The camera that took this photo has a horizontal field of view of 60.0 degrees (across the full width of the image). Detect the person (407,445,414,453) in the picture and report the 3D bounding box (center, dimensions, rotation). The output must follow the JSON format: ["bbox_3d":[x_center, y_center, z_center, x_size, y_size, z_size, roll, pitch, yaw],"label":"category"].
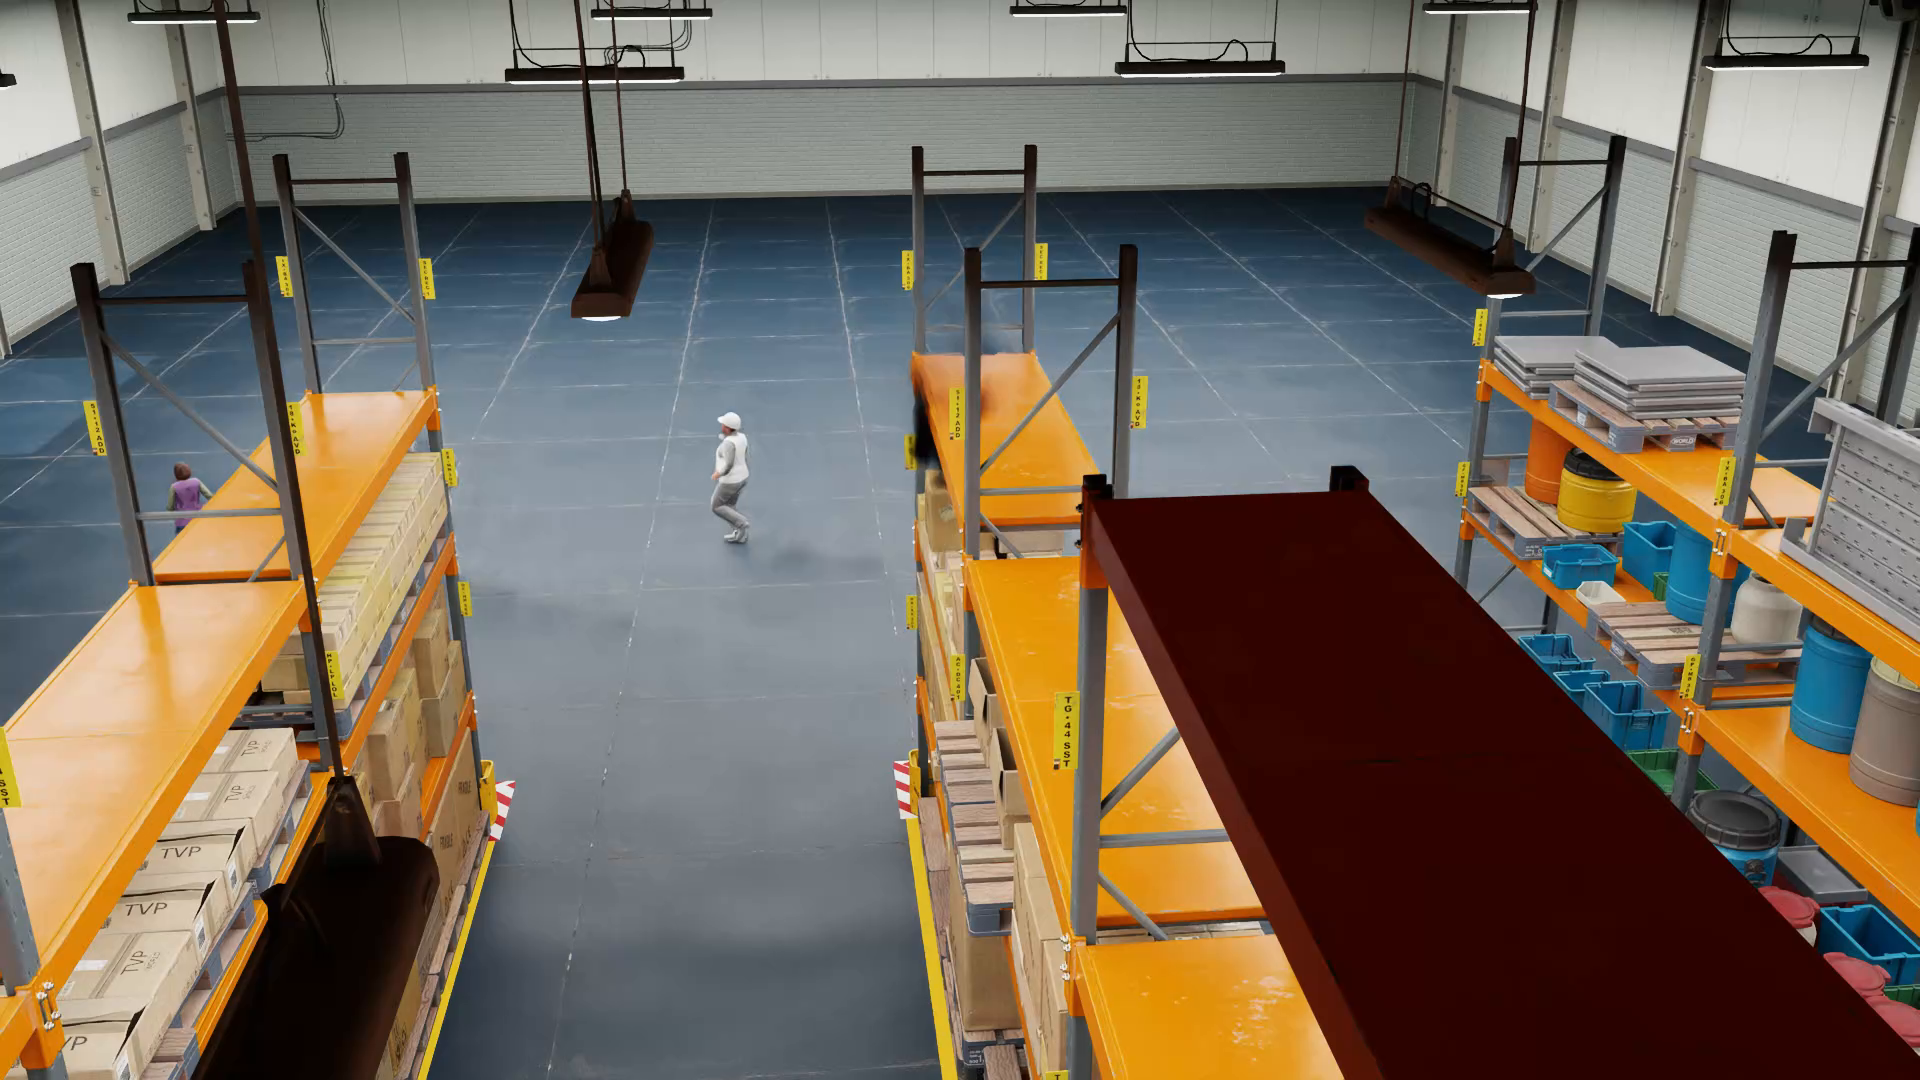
[{"bbox_3d":[-6.752,-0.437,20.530,0.803,1.632,0.620,13,25,30],"label":"person"}]

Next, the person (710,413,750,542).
[{"bbox_3d":[-2.941,-0.799,21.310,0.576,1.725,0.638,8,23,19],"label":"person"}]

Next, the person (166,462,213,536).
[{"bbox_3d":[-9.245,-0.203,20.030,0.743,1.561,0.546,17,27,37],"label":"person"}]
